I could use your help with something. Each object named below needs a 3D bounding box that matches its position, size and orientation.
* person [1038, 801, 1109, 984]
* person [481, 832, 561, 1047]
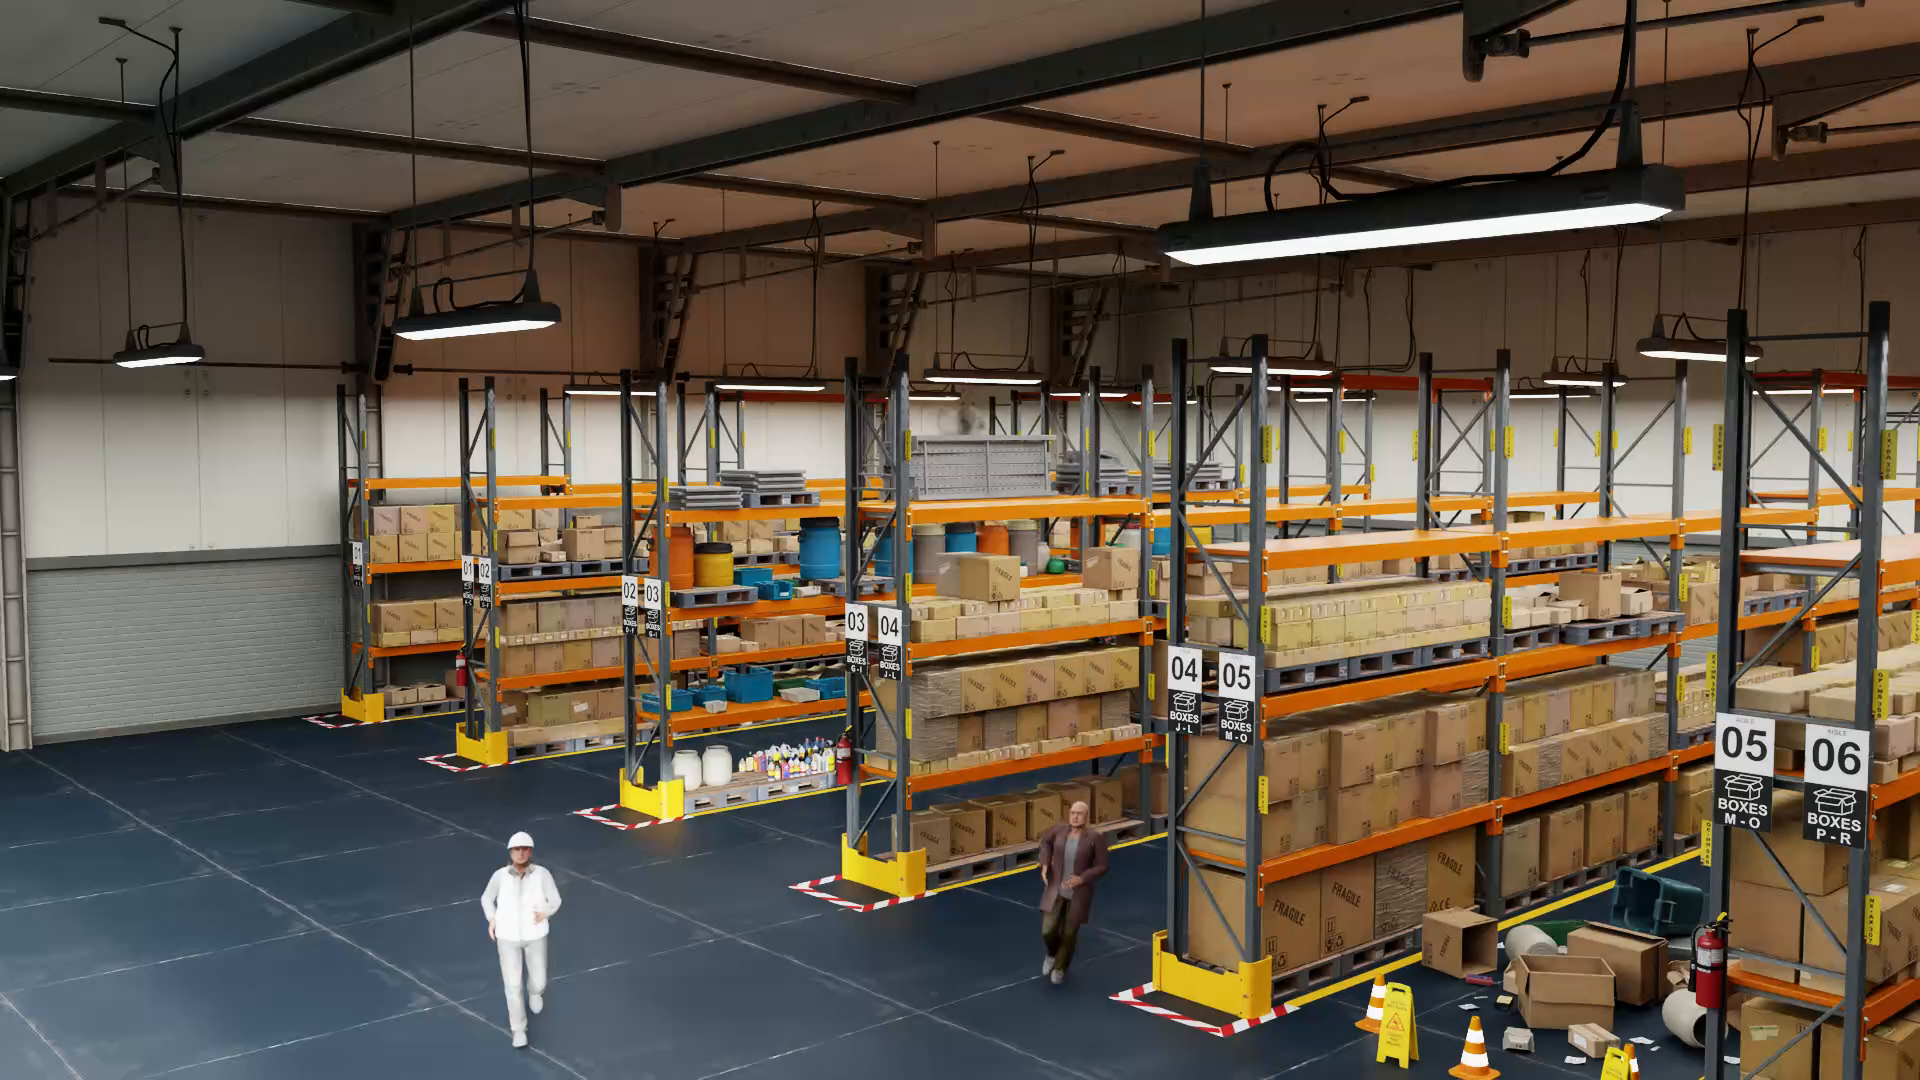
[{"bbox_3d":[1.038,3.287,15.471,0.699,1.741,0.600,1,4,18],"label":"person"},{"bbox_3d":[-3.747,3.364,14.205,0.668,1.739,0.803,-1,4,-14],"label":"person"}]
